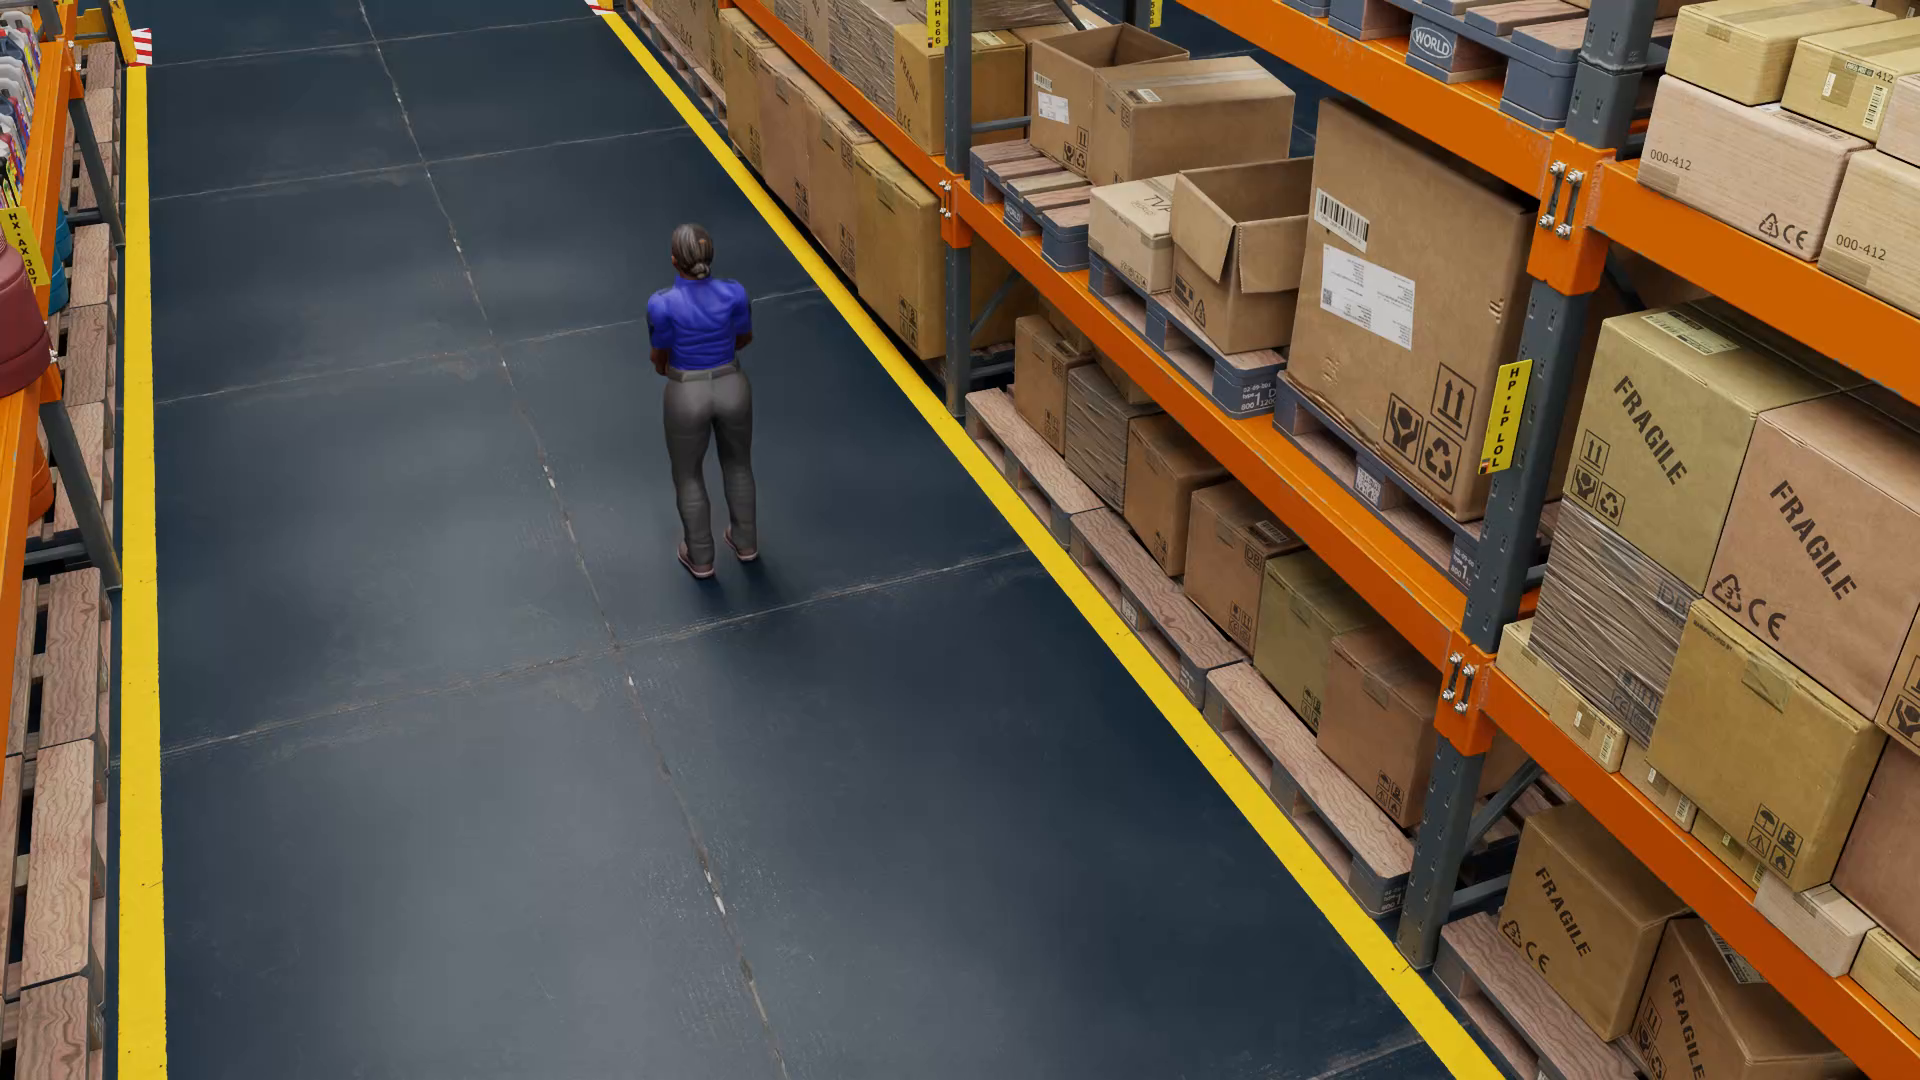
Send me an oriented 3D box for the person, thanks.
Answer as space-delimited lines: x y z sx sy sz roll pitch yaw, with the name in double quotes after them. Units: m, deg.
-1.095 -0.660 7.081 0.451 1.577 0.520 -12 36 -18 "person"
